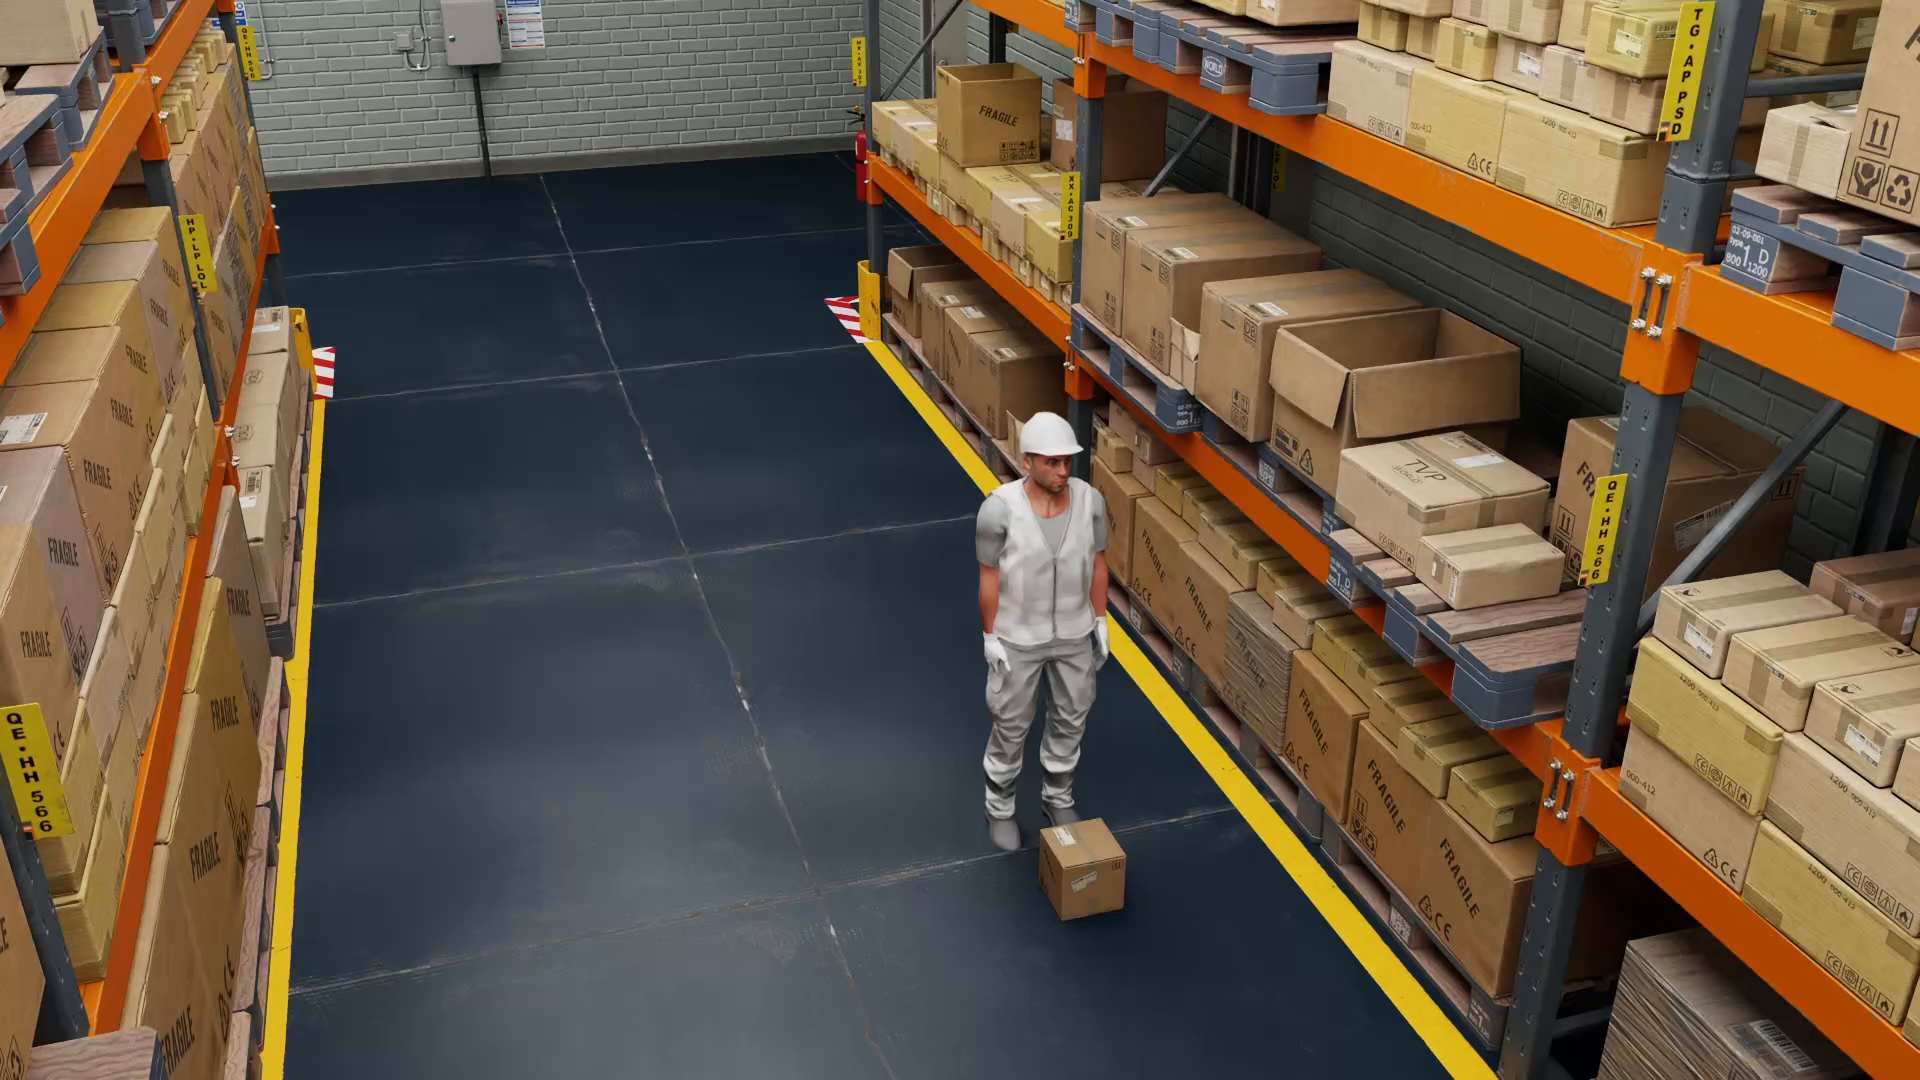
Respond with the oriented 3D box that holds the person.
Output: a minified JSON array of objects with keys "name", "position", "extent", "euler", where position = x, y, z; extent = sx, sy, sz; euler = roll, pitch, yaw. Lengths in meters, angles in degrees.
[{"name":"person","position":[0.323,0.368,6.359],"extent":[0.524,1.809,0.344],"euler":[-8,27,-16]}]
